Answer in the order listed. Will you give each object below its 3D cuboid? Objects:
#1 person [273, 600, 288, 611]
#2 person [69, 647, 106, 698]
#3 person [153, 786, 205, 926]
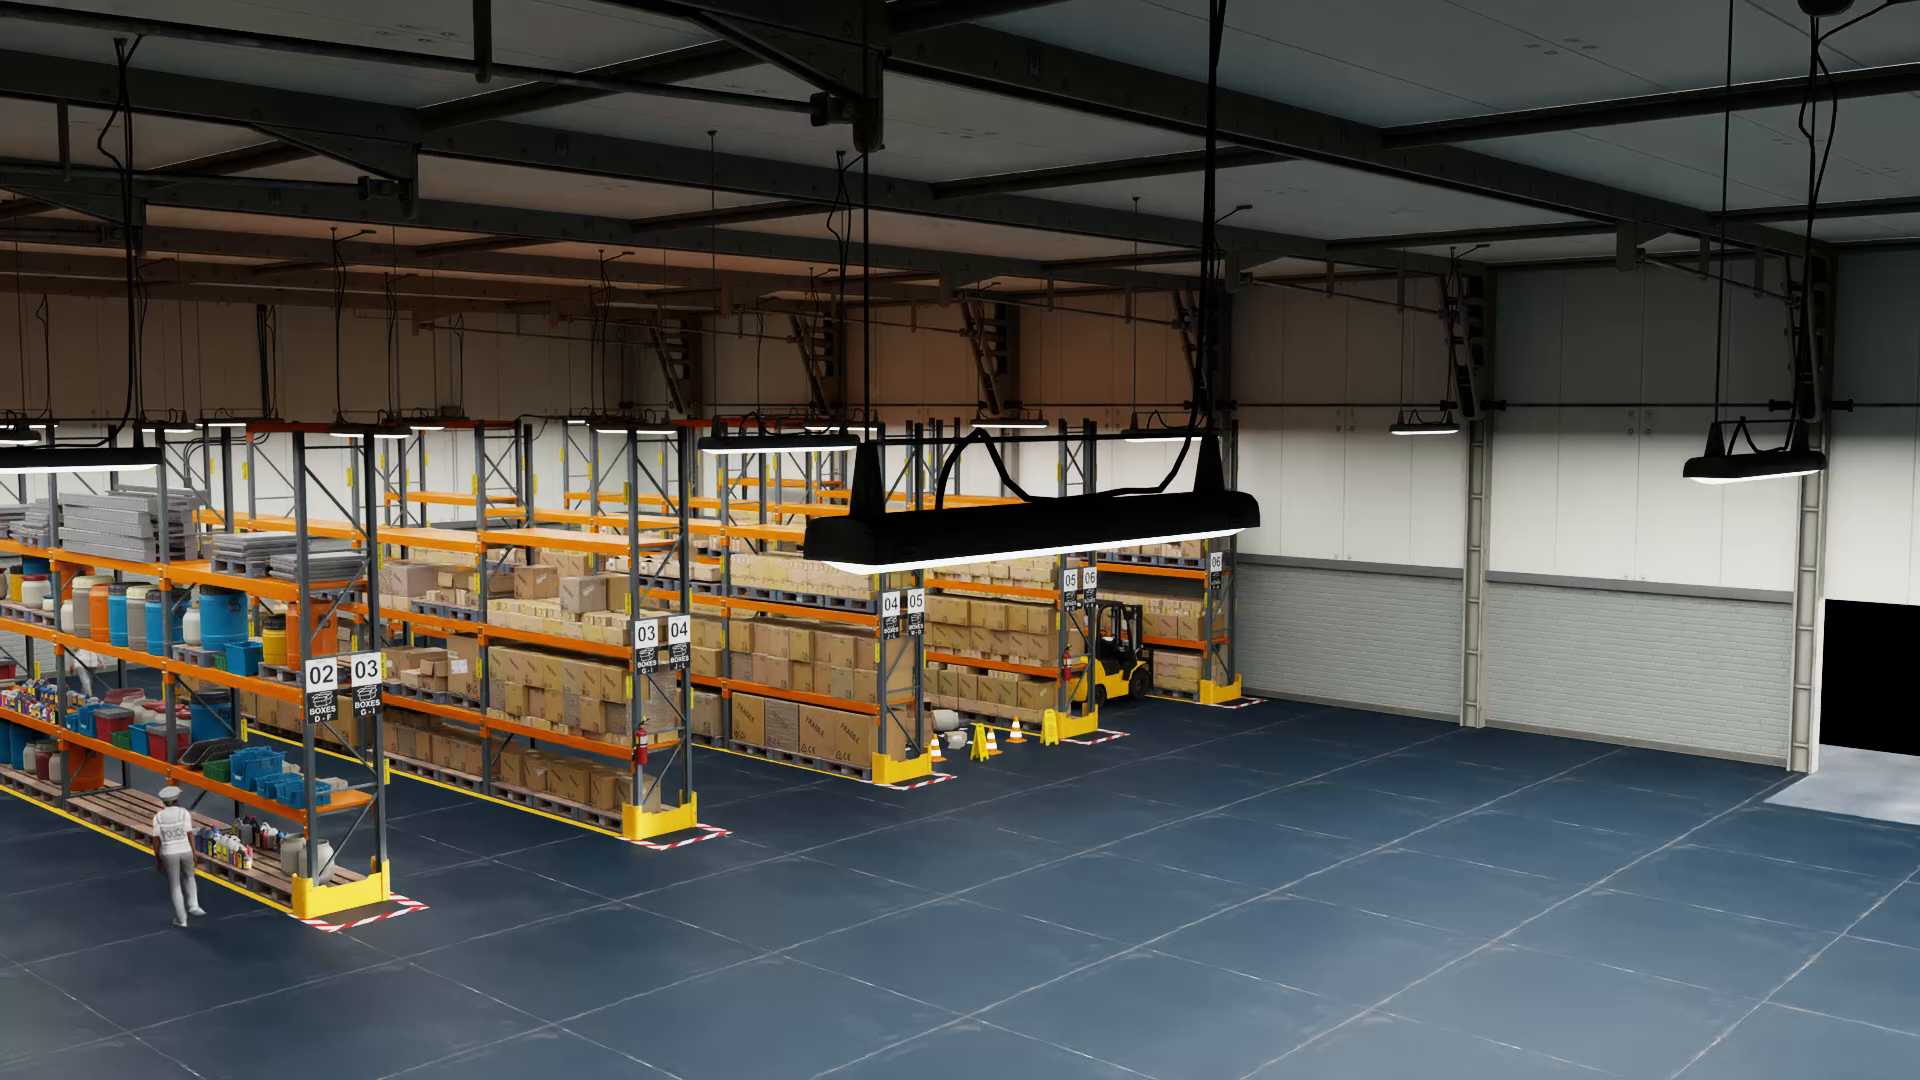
[{"bbox_3d":[-16.725,2.150,40.895,0.466,1.666,0.483,1,5,8],"label":"person"},{"bbox_3d":[-18.247,2.620,34.762,1.068,1.718,0.620,4,6,39],"label":"person"},{"bbox_3d":[-9.497,3.838,20.203,0.506,1.671,0.486,-4,6,-40],"label":"person"}]
